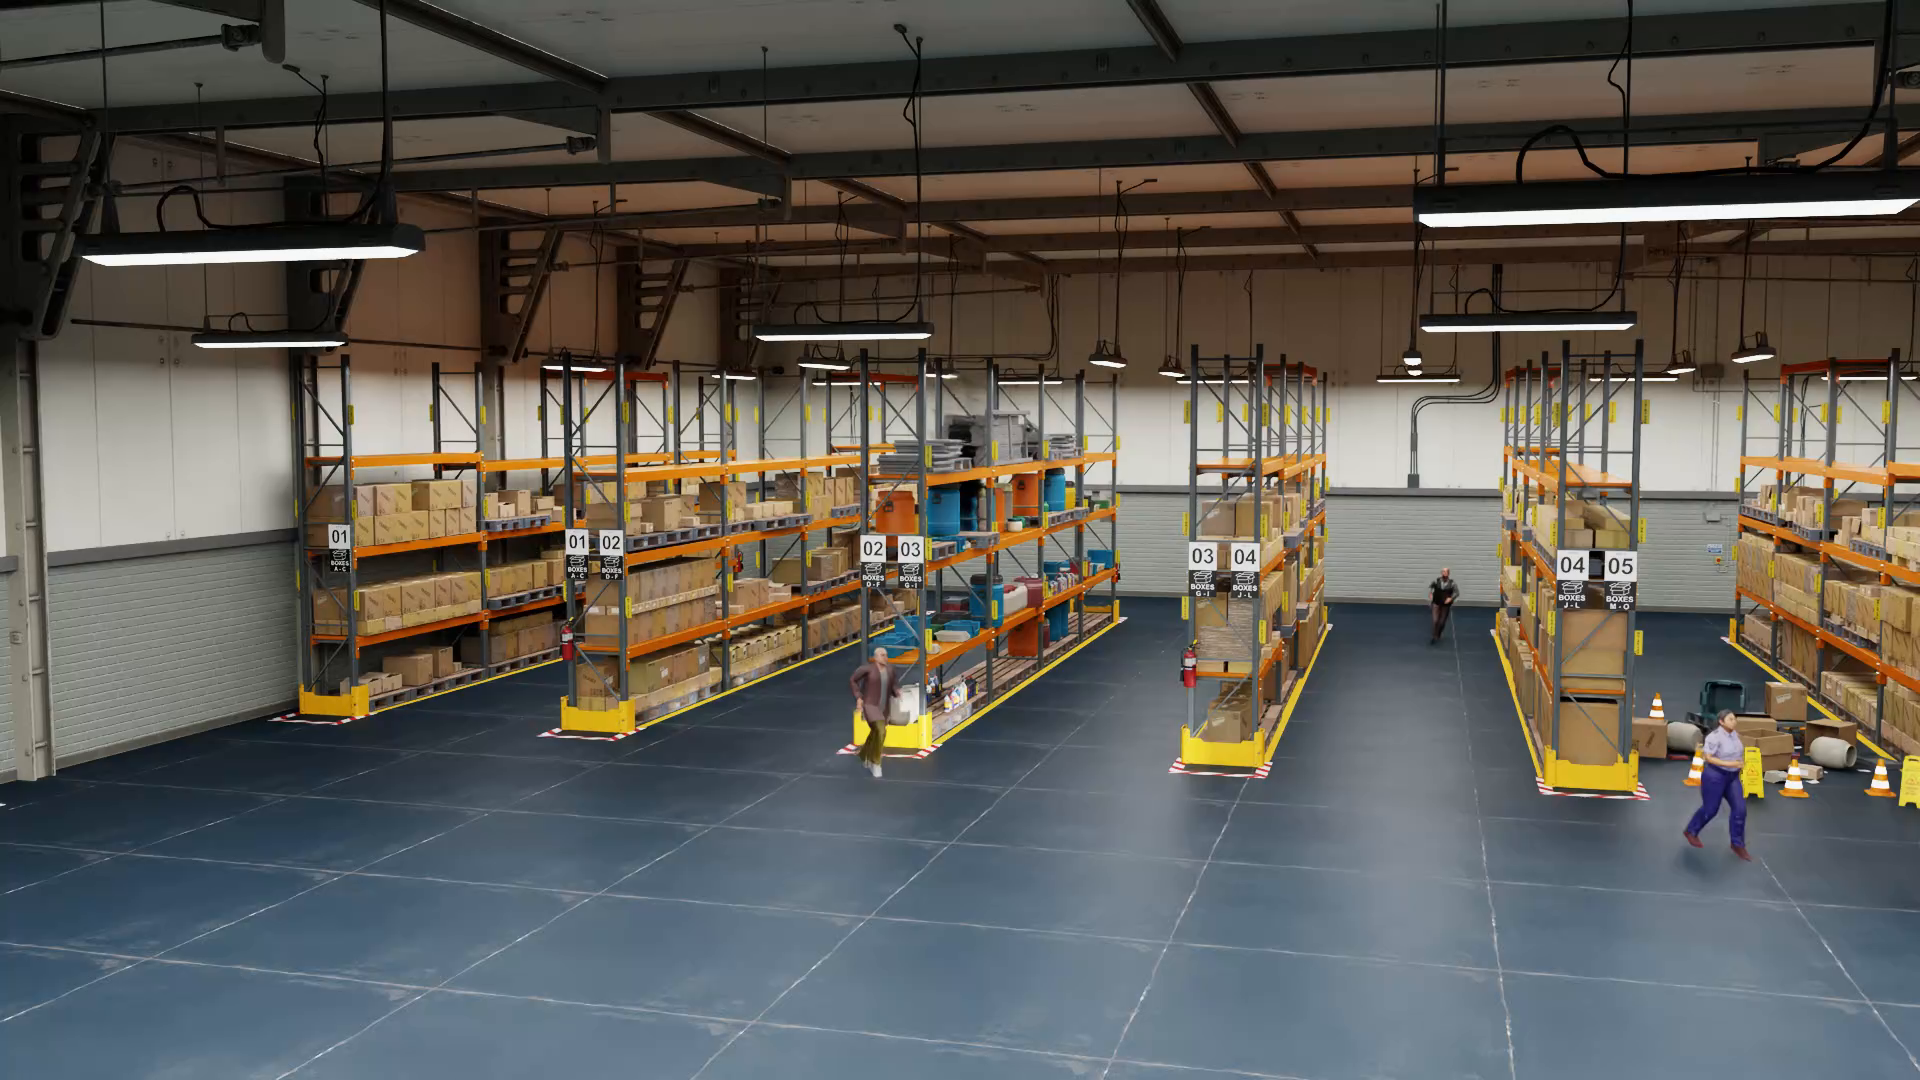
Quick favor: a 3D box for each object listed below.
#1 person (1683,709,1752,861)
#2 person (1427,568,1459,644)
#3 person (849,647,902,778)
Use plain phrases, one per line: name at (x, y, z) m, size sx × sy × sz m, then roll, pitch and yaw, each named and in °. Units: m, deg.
person at (8.673, 2.767, 18.977) m, size 0.620 × 1.708 × 0.778 m, roll -2°, pitch 5°, yaw -25°
person at (10.632, 1.435, 36.624) m, size 0.697 × 1.678 × 0.685 m, roll 2°, pitch 5°, yaw 23°
person at (-1.155, 2.395, 23.255) m, size 0.629 × 1.815 × 0.917 m, roll -4°, pitch 6°, yaw -43°
